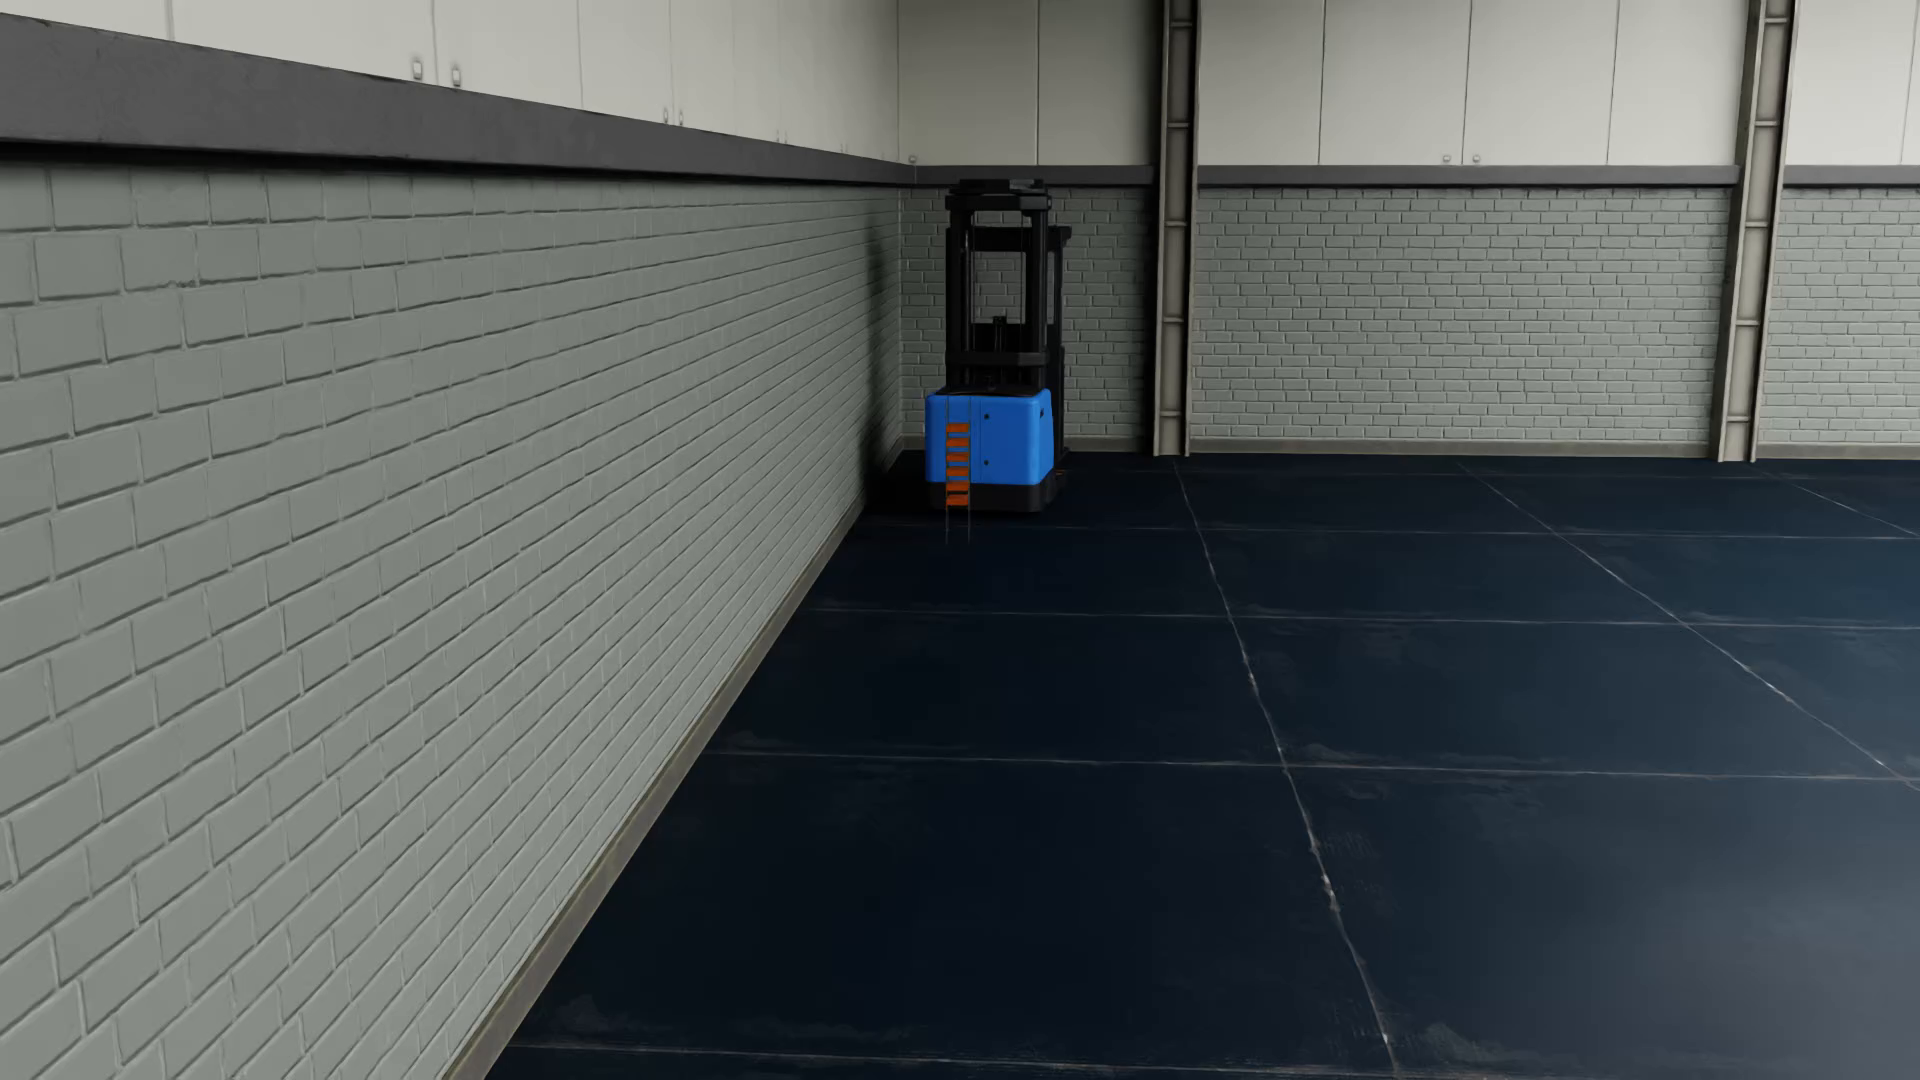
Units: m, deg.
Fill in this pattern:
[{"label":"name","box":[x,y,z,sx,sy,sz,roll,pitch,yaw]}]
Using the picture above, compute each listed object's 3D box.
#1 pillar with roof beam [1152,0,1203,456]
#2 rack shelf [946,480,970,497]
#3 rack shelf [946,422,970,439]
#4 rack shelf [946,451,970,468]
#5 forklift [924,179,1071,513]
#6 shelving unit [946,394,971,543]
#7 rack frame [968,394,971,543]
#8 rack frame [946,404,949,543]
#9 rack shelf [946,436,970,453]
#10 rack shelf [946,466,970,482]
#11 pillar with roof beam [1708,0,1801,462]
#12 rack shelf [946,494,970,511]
[{"label":"pillar with roof beam","box":[2.026,-4.472,13.169,0.400,9.000,9.100,1,12,4]},{"label":"rack shelf","box":[-0.014,-0.427,13.680,0.180,0.103,0.258,1,12,4]},{"label":"rack shelf","box":[-0.014,-0.896,13.582,0.180,0.103,0.258,1,12,4]},{"label":"rack shelf","box":[-0.014,-0.661,13.631,0.180,0.103,0.258,1,12,4]},{"label":"forklift","box":[0.455,-1.929,15.830,1.130,2.935,3.031,2,12,10]},{"label":"shelving unit","box":[-0.014,-0.587,13.646,0.189,1.200,0.258,1,12,4]},{"label":"rack frame","box":[0.077,-0.586,13.640,0.006,1.200,0.240,1,12,4]},{"label":"rack frame","box":[-0.106,-0.589,13.652,0.006,1.200,0.240,1,12,4]},{"label":"rack shelf","box":[-0.014,-0.779,13.606,0.180,0.103,0.258,1,12,4]},{"label":"rack shelf","box":[-0.014,-0.544,13.655,0.180,0.103,0.258,1,12,4]},{"label":"pillar with roof beam","box":[8.013,-4.390,12.776,0.400,9.000,9.100,1,12,4]},{"label":"rack shelf","box":[-0.014,-0.309,13.704,0.180,0.103,0.258,1,12,4]}]
